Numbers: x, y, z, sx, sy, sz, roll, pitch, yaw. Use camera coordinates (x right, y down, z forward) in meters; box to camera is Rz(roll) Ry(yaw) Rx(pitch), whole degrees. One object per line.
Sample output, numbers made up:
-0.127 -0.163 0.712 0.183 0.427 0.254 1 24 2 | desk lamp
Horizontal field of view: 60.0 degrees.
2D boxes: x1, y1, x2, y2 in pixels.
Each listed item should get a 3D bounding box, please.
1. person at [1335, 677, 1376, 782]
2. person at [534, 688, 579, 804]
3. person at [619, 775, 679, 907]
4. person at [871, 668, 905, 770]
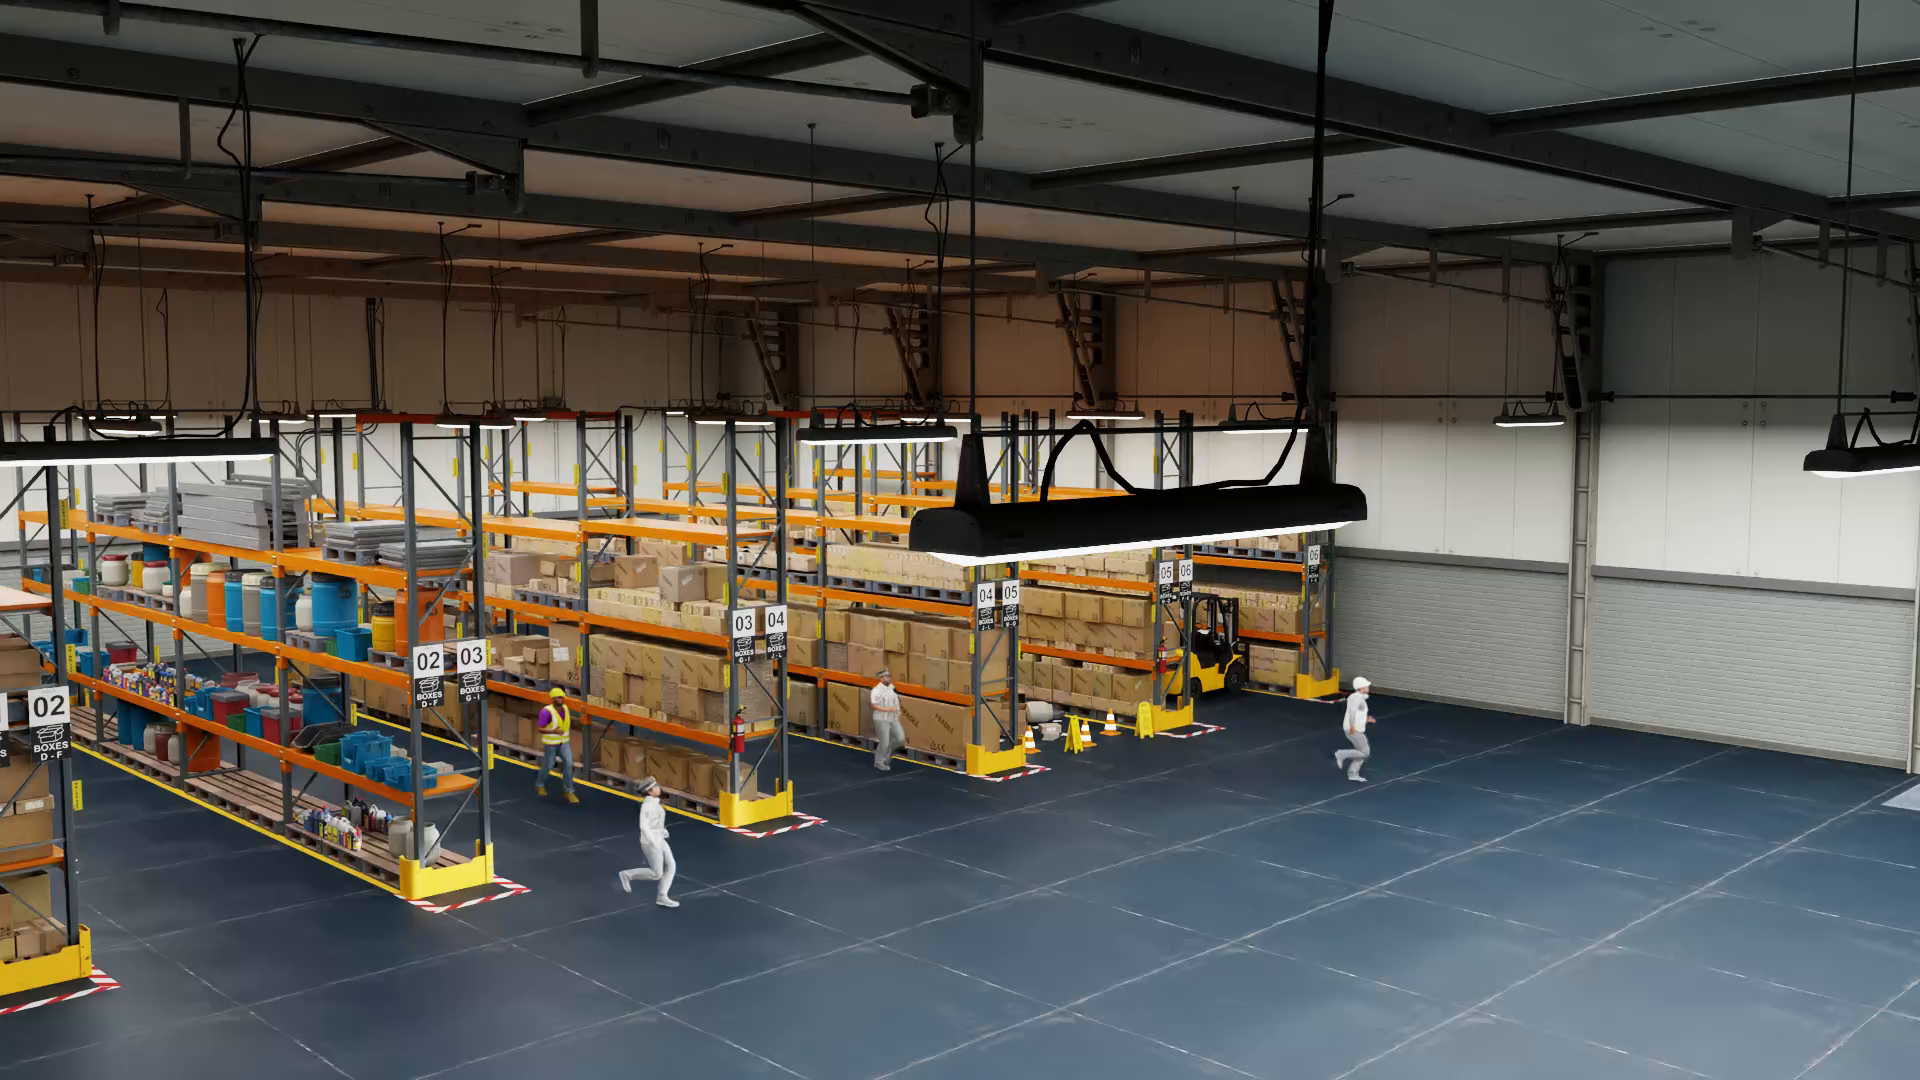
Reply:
6.506 3.116 27.338 0.681 1.730 0.693 1 5 6 | person
-6.336 3.187 25.964 0.890 1.796 0.640 5 7 44 | person
-3.854 3.733 20.605 0.711 1.658 0.634 0 5 -1 | person
-1.200 3.017 28.098 0.607 1.743 0.651 4 7 41 | person
